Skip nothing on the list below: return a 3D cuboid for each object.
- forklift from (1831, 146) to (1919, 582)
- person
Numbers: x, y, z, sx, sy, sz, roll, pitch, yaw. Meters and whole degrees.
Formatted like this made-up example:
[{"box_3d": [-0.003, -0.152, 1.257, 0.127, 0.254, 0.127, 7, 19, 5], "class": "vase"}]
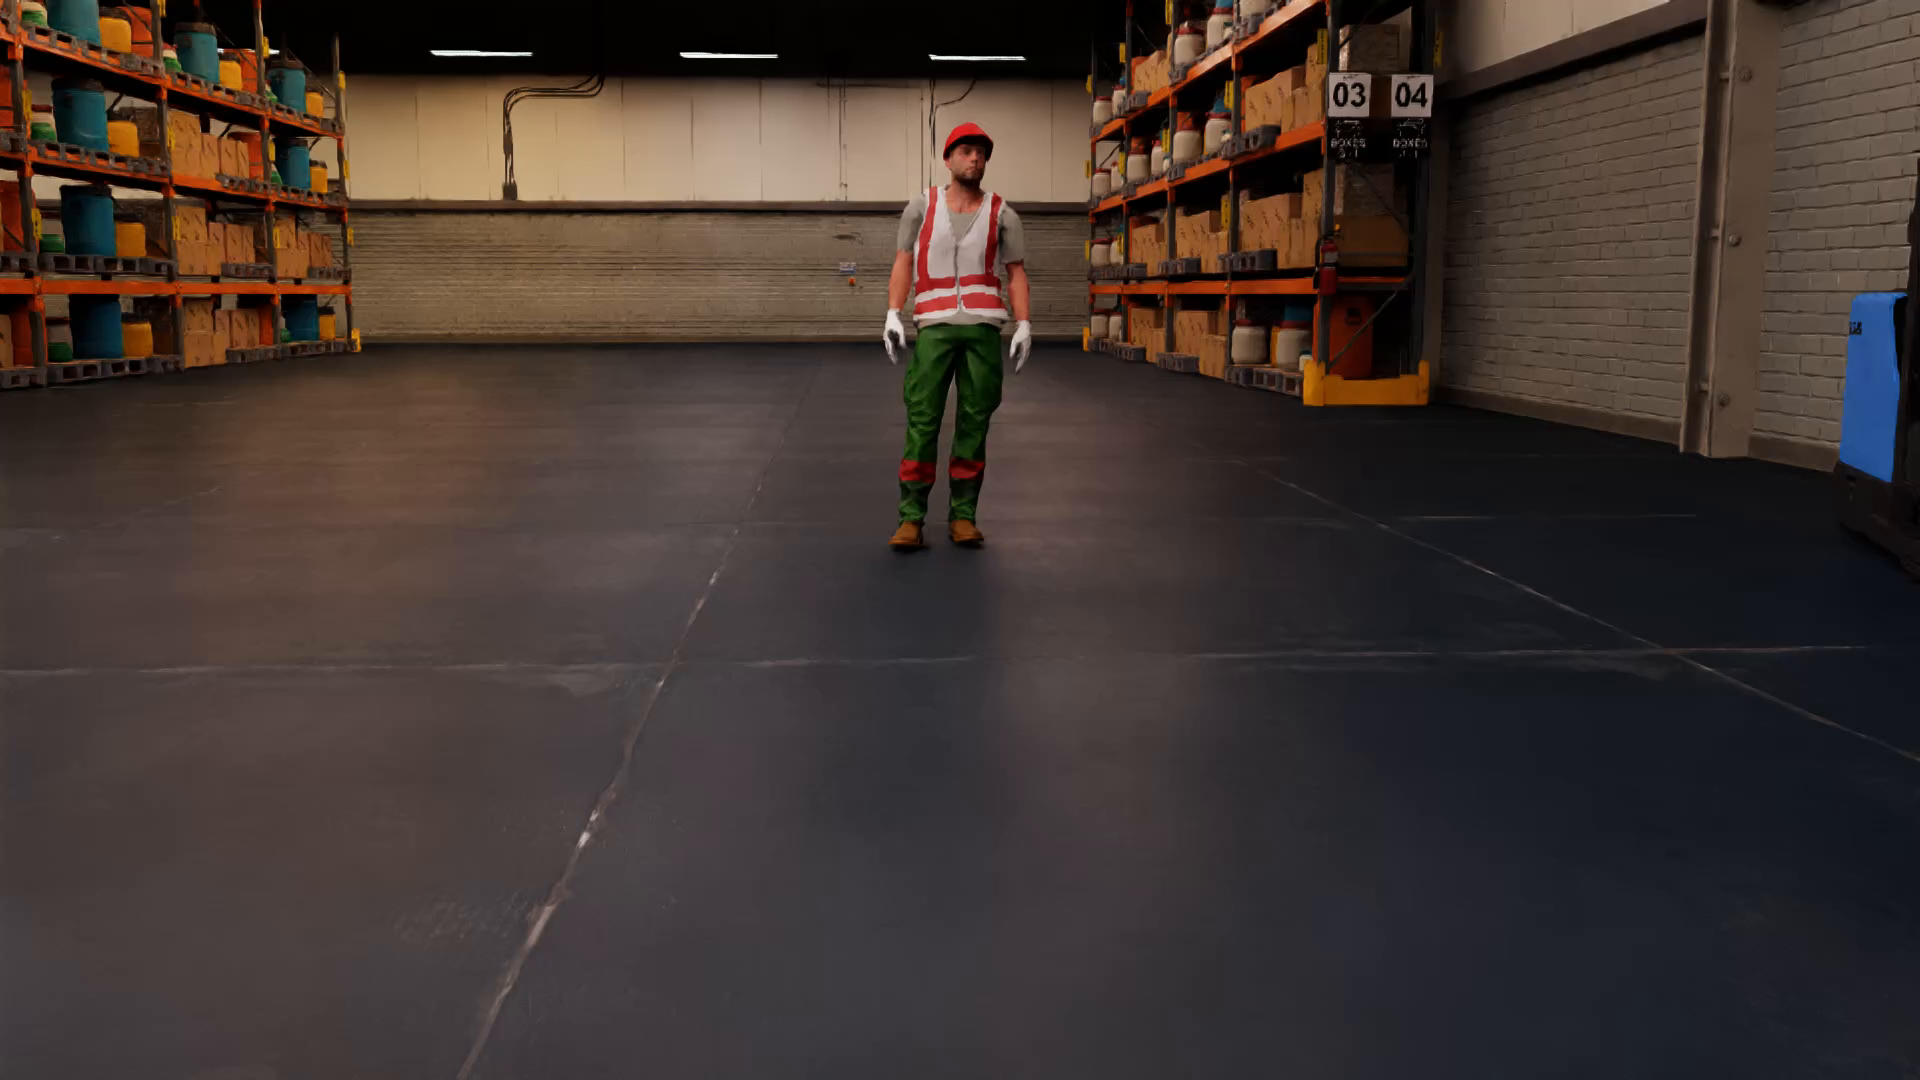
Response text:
[{"box_3d": [4.124, -1.284, 5.980, 1.130, 2.935, 3.031, 2, 9, 16], "class": "forklift"}, {"box_3d": [-0.006, -0.880, 7.097, 0.637, 1.787, 0.563, -1, 8, -4], "class": "person"}]
